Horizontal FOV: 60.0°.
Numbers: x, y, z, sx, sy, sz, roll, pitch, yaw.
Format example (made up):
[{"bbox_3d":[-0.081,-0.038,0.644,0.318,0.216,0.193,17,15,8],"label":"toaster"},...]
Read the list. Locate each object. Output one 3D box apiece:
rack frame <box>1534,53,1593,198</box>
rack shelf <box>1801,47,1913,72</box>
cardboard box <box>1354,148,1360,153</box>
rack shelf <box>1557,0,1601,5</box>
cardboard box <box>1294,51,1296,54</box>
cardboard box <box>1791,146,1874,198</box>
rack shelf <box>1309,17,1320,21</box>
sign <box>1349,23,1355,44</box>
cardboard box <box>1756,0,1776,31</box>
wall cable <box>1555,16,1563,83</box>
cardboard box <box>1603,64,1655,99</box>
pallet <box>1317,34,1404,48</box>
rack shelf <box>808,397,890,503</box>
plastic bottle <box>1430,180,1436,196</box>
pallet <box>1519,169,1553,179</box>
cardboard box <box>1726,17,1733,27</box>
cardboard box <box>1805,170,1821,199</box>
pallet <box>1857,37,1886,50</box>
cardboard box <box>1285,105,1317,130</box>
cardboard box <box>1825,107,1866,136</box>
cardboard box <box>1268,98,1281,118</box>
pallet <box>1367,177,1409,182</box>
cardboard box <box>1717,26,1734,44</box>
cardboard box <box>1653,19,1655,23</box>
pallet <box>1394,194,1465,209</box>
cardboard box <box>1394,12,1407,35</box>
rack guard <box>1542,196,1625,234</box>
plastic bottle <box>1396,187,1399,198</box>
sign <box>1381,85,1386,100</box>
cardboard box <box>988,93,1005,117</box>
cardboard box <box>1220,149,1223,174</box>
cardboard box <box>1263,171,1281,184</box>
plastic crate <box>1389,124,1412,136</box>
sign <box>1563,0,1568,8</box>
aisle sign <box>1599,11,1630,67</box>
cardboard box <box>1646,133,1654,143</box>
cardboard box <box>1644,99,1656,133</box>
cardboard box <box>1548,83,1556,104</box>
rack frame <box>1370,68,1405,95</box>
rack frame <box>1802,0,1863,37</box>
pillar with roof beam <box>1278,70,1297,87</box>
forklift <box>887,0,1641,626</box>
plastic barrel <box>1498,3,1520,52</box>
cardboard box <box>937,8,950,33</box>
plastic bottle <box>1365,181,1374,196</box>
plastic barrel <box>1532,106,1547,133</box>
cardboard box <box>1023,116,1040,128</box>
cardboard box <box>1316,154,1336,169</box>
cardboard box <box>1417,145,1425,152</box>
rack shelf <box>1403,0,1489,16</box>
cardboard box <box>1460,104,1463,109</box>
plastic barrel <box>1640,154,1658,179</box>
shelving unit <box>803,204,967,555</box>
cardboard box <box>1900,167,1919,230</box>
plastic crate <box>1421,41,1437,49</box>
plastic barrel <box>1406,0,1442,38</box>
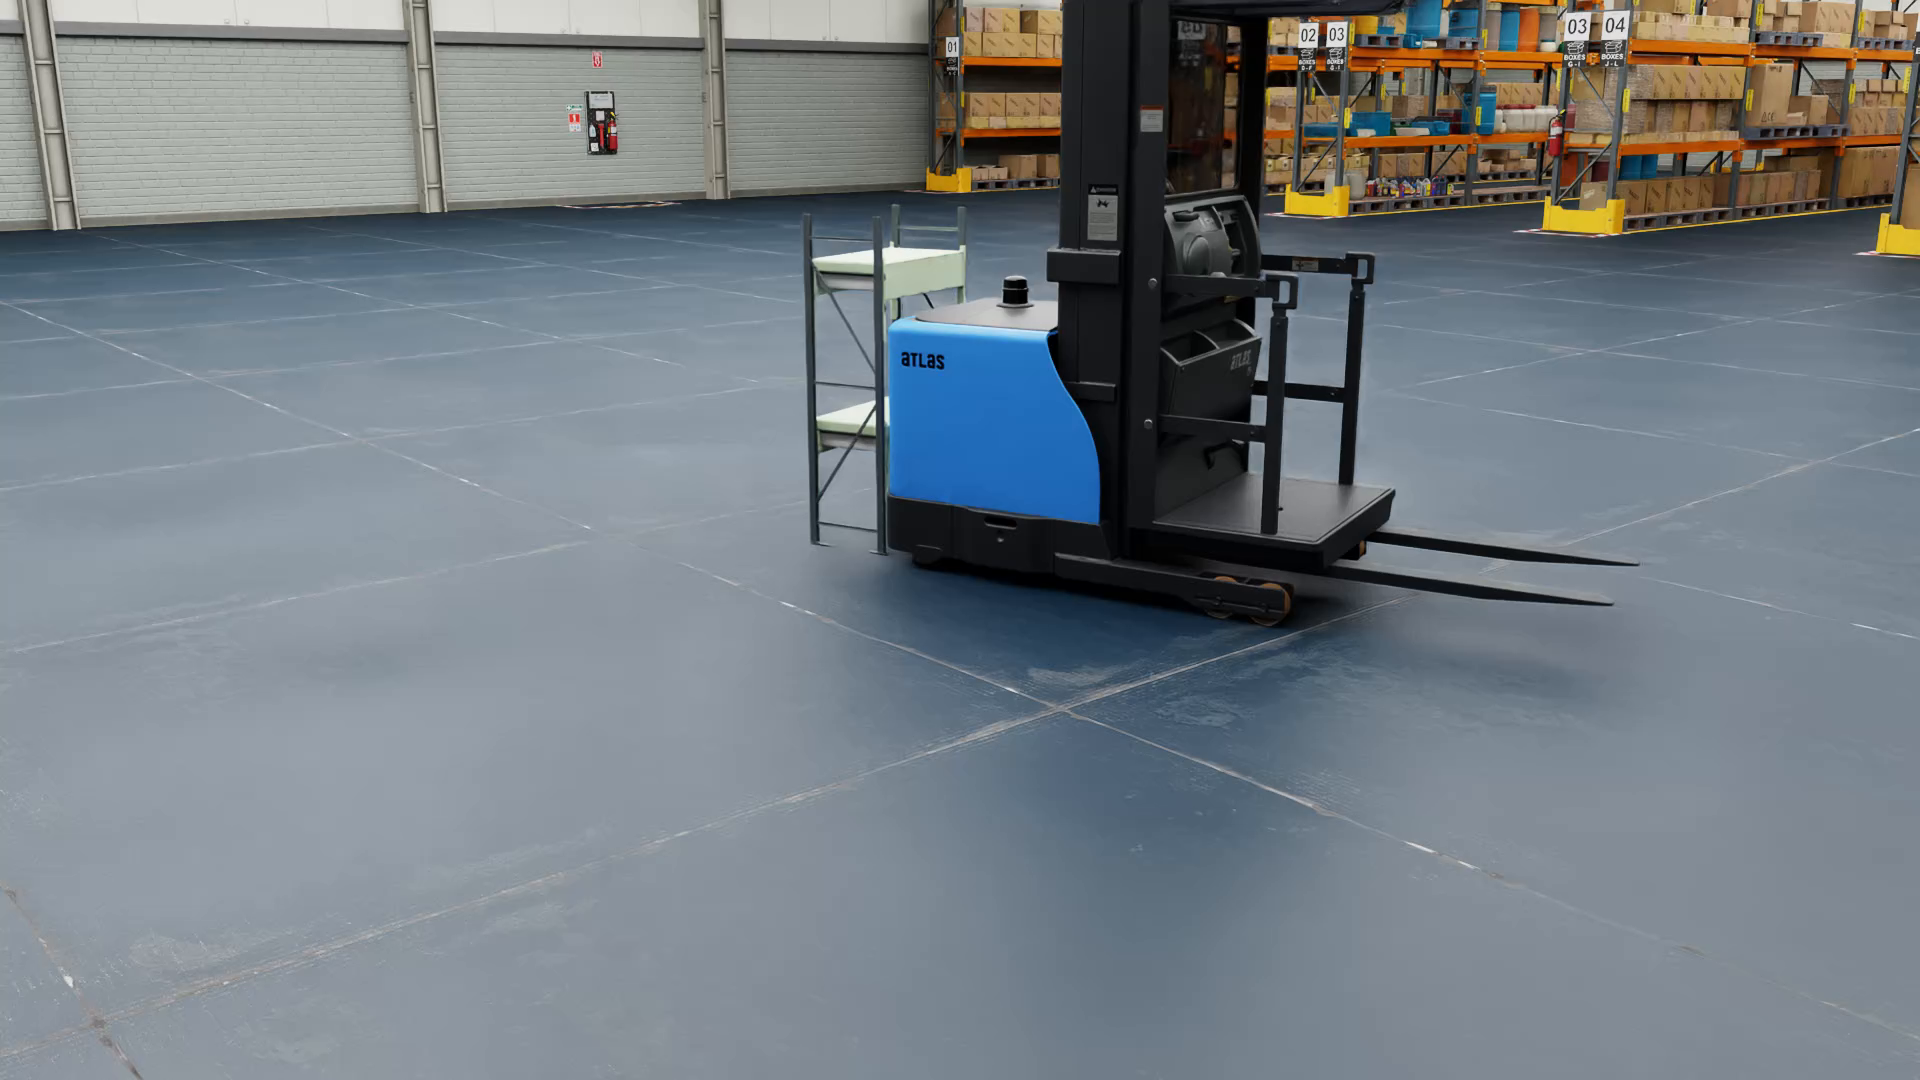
[{"bbox_3d":[12.232,-8.478,33.675,0.127,3.000,1.000,-13,19,-39],"label":"rack frame"},{"bbox_3d":[16.992,-8.954,31.040,4.000,0.370,1.077,-13,19,-39],"label":"rack shelf"},{"bbox_3d":[10.545,-10.449,45.084,0.500,0.500,0.700,-13,20,-41],"label":"cardboard box"},{"bbox_3d":[13.741,-11.174,34.314,4.000,0.370,1.077,-13,19,-39],"label":"rack shelf"},{"bbox_3d":[9.109,-12.873,43.603,0.500,0.250,0.500,-12,19,-39],"label":"cardboard box"},{"bbox_3d":[16.018,-6.803,30.708,0.875,0.875,1.225,-14,20,-42],"label":"cardboard box"},{"bbox_3d":[10.255,-13.780,44.071,4.000,0.370,1.077,-13,19,-39],"label":"rack shelf"},{"bbox_3d":[6.555,-8.468,27.810,0.005,0.325,0.100,-13,19,-39],"label":"sign"},{"bbox_3d":[12.886,-8.598,27.300,0.637,0.503,0.797,-14,20,-42],"label":"cardboard box"},{"bbox_3d":[16.265,-14.048,48.923,0.112,2.526,3.097,-13,19,-39],"label":"wall cable"},{"bbox_3d":[10.042,-6.873,24.962,0.500,0.500,0.500,-13,19,-39],"label":"cardboard box"},{"bbox_3d":[6.885,-8.601,28.692,1.213,0.211,1.003,-13,19,-39],"label":"pallet"},{"bbox_3d":[-0.329,-0.450,7.792,0.431,0.370,0.720,8,17,29],"label":"rack shelf"},{"bbox_3d":[8.678,-6.467,30.558,0.133,0.283,0.061,-11,19,-36],"label":"plastic bottle"},{"bbox_3d":[14.360,-9.302,42.167,1.213,0.211,1.003,-13,19,-39],"label":"pallet"},{"bbox_3d":[12.017,-8.207,26.368,0.250,0.149,0.380,-14,20,-42],"label":"cardboard box"},{"bbox_3d":[14.991,-6.401,29.892,0.500,0.500,0.700,-14,20,-42],"label":"cardboard box"},{"bbox_3d":[15.934,-8.991,30.150,1.003,0.211,1.213,-12,19,-37],"label":"pallet"},{"bbox_3d":[7.331,-9.114,35.865,0.500,0.500,0.500,-13,19,-39],"label":"cardboard box"},{"bbox_3d":[16.029,-7.591,30.162,0.500,0.500,0.500,-12,19,-38],"label":"cardboard box"},{"bbox_3d":[7.801,-10.986,42.259,0.500,0.500,0.500,-13,19,-39],"label":"cardboard box"},{"bbox_3d":[9.571,-8.214,38.094,1.213,0.211,1.003,-13,19,-39],"label":"pallet"},{"bbox_3d":[11.893,-7.998,26.358,0.500,0.250,0.500,-12,19,-38],"label":"cardboard box"},{"bbox_3d":[10.177,-7.821,24.923,0.250,0.149,0.380,-13,20,-40],"label":"cardboard box"},{"bbox_3d":[8.681,-6.347,31.103,1.213,0.211,1.003,-13,19,-39],"label":"pallet"},{"bbox_3d":[9.701,-11.582,37.354,0.500,0.500,0.500,-13,19,-39],"label":"cardboard box"},{"bbox_3d":[9.506,-4.963,25.363,0.348,0.500,1.175,-13,19,-39],"label":"rack guard"},{"bbox_3d":[7.848,-6.247,29.894,0.097,0.201,0.097,0,15,0],"label":"plastic bottle"},{"bbox_3d":[9.350,-9.894,36.736,0.005,0.325,0.100,-13,19,-39],"label":"sign"},{"bbox_3d":[0.631,-9.455,36.132,0.500,0.500,0.500,-13,19,-39],"label":"cardboard box"},{"bbox_3d":[5.000,-7.713,33.873,0.500,0.500,0.500,-13,19,-39],"label":"cardboard box"},{"bbox_3d":[6.433,-7.659,35.127,0.500,0.250,0.500,-13,20,-41],"label":"cardboard box"},{"bbox_3d":[8.005,-7.523,30.511,0.662,0.188,0.450,-13,19,-39],"label":"plastic crate"},{"bbox_3d":[9.099,-8.146,24.908,0.005,0.325,0.100,-13,19,-39],"label":"sign"},{"bbox_3d":[9.599,-7.345,24.398,0.004,0.787,0.394,-13,19,-39],"label":"aisle sign"},{"bbox_3d":[10.395,-6.163,25.497,0.250,0.149,0.380,-13,19,-39],"label":"cardboard box"},{"bbox_3d":[10.180,-6.546,25.674,0.500,0.500,0.875,-13,19,-39],"label":"cardboard box"},{"bbox_3d":[14.483,-11.114,41.416,0.500,0.500,0.500,-12,19,-38],"label":"cardboard box"},{"bbox_3d":[11.764,-11.761,45.969,0.127,3.000,1.000,-13,19,-39],"label":"rack frame"},{"bbox_3d":[15.483,-10.412,29.291,0.127,3.000,1.000,-13,19,-39],"label":"rack frame"},{"bbox_3d":[11.533,-13.431,40.595,0.400,9.000,9.100,-13,19,-39],"label":"pillar with roof beam"},{"bbox_3d":[1.212,-1.237,6.701,3.031,2.935,1.130,8,17,29],"label":"forklift"},{"bbox_3d":[10.443,-9.841,31.997,0.708,0.901,0.600,-13,19,-39],"label":"plastic barrel"},{"bbox_3d":[-0.153,-11.165,35.755,0.500,0.500,0.500,-12,19,-37],"label":"cardboard box"},{"bbox_3d":[7.503,-6.453,30.521,0.135,0.276,0.152,-12,19,-39],"label":"plastic bottle"},{"bbox_3d":[11.279,-8.244,32.586,0.421,0.512,0.421,0,15,0],"label":"plastic barrel"},{"bbox_3d":[1.424,-9.270,36.894,0.500,0.250,0.500,-12,19,-39],"label":"cardboard box"},{"bbox_3d":[7.980,-8.277,36.352,0.500,0.311,0.500,-13,20,-40],"label":"cardboard box"},{"bbox_3d":[10.722,-9.283,39.230,0.500,0.250,0.500,-13,19,-39],"label":"cardboard box"},{"bbox_3d":[10.492,-12.139,37.926,4.000,0.370,1.077,-13,19,-39],"label":"rack shelf"},{"bbox_3d":[12.210,-10.303,40.316,0.500,0.500,0.500,-12,19,-38],"label":"cardboard box"},{"bbox_3d":[14.828,-8.255,36.096,0.708,0.901,0.600,-13,19,-39],"label":"plastic barrel"},{"bbox_3d":[-0.330,-0.765,7.708,0.431,1.500,0.755,8,17,29],"label":"shelving unit"},{"bbox_3d":[13.096,-4.479,22.011,0.875,0.875,0.875,-13,19,-39],"label":"cardboard box"},{"bbox_3d":[8.269,-8.771,29.473,0.396,0.136,0.243,-13,19,-39],"label":"plastic crate"},{"bbox_3d":[8.394,-9.546,30.079,0.708,0.901,0.600,-13,19,-39],"label":"plastic barrel"}]
